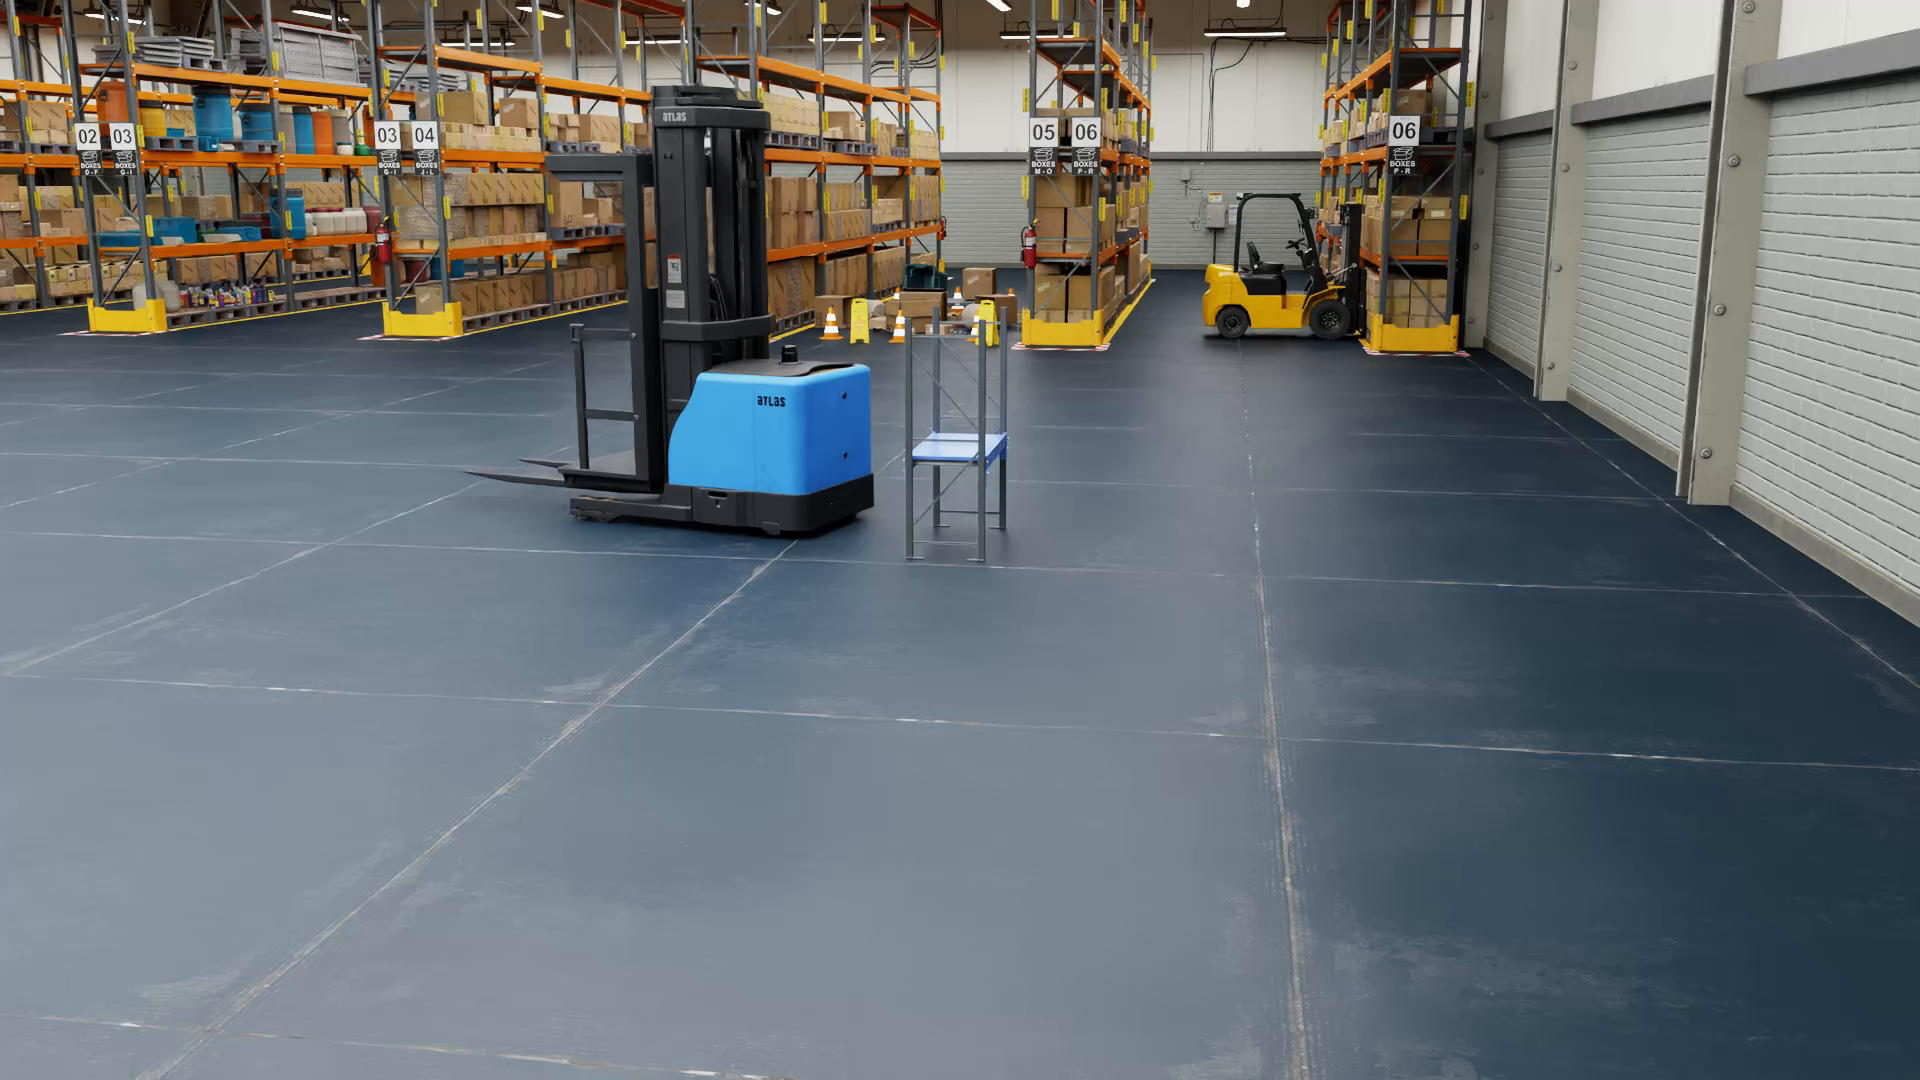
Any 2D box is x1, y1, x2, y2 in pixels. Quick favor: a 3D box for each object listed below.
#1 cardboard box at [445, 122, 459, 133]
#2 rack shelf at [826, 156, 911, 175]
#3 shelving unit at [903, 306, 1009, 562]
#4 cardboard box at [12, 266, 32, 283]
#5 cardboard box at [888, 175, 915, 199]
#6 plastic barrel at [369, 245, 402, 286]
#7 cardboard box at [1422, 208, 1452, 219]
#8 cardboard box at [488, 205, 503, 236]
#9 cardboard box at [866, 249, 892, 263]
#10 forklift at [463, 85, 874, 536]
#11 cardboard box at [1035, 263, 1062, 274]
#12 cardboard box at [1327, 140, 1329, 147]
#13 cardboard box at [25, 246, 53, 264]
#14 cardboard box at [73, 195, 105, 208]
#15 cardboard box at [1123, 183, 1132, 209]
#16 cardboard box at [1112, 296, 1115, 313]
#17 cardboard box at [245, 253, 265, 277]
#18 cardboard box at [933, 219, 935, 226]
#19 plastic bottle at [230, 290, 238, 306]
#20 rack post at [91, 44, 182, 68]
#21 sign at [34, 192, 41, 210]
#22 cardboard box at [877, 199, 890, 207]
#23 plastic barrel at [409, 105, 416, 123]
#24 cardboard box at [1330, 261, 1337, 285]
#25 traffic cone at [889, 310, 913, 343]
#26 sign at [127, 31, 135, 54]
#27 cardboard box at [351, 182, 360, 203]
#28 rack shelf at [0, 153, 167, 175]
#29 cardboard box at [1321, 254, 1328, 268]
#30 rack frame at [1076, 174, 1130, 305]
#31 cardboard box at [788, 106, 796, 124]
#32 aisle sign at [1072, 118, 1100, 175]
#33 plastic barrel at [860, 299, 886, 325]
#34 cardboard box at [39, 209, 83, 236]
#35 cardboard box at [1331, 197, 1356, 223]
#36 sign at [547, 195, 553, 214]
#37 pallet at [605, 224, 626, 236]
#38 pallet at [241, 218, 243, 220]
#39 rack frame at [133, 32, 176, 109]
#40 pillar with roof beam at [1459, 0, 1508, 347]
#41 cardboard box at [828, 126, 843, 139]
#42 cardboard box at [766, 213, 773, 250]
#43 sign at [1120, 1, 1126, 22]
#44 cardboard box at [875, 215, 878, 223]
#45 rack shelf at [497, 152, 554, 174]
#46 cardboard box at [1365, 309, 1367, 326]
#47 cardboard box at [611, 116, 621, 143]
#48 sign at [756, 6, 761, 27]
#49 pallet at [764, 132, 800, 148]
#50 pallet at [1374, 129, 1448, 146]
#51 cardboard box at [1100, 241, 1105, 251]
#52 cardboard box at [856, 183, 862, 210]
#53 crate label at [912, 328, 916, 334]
[{"bbox_3d":[-7.904,-6.317,25.474,0.380,0.149,0.250,2,12,10],"label":"cardboard box"},{"bbox_3d":[-1.887,-7.643,33.925,1.077,0.370,4.000,2,12,9],"label":"rack shelf"},{"bbox_3d":[-0.013,-0.715,10.753,0.538,1.500,1.048,2,12,9],"label":"shelving unit"},{"bbox_3d":[-17.704,-5.012,31.327,0.500,0.311,0.500,2,12,9],"label":"cardboard box"},{"bbox_3d":[-1.269,-7.714,36.349,0.500,0.500,0.500,2,12,10],"label":"cardboard box"},{"bbox_3d":[-11.915,-5.701,34.481,0.600,0.830,0.708,2,12,9],"label":"plastic barrel"},{"bbox_3d":[6.696,-4.575,23.327,0.380,0.149,0.250,2,12,7],"label":"cardboard box"},{"bbox_3d":[-8.032,-5.251,27.293,0.875,0.500,0.500,2,12,9],"label":"cardboard box"},{"bbox_3d":[-1.682,-5.806,33.969,0.500,0.250,0.500,2,12,9],"label":"cardboard box"},{"bbox_3d":[-2.167,-1.649,11.687,3.031,2.935,1.130,6,13,25],"label":"forklift"},{"bbox_3d":[1.338,-4.106,25.135,0.380,0.149,0.250,2,12,10],"label":"cardboard box"},{"bbox_3d":[8.304,-8.612,36.363,0.500,0.250,0.500,2,12,8],"label":"cardboard box"},{"bbox_3d":[-21.253,-6.438,37.850,0.750,0.750,0.750,2,12,10],"label":"cardboard box"},{"bbox_3d":[-21.048,-7.867,39.665,0.980,0.700,0.700,2,12,10],"label":"cardboard box"},{"bbox_3d":[3.030,-6.605,31.911,0.500,0.500,0.500,1,12,7],"label":"cardboard box"},{"bbox_3d":[2.272,-3.869,27.357,0.500,0.250,0.500,2,12,11],"label":"cardboard box"},{"bbox_3d":[-16.129,-6.227,37.654,0.500,0.500,0.500,2,12,9],"label":"cardboard box"},{"bbox_3d":[-0.810,-7.527,39.395,0.380,0.149,0.250,2,12,9],"label":"cardboard box"},{"bbox_3d":[-12.518,-4.172,28.663,0.097,0.271,0.097,0,12,0],"label":"plastic bottle"},{"bbox_3d":[-12.962,-7.630,26.226,0.937,0.300,0.954,3,13,15],"label":"rack post"},{"bbox_3d":[-16.934,-6.227,30.525,0.100,0.325,0.005,2,12,9],"label":"sign"},{"bbox_3d":[-1.649,-6.957,34.341,0.380,0.149,0.250,1,12,6],"label":"cardboard box"},{"bbox_3d":[-11.470,-8.843,35.601,0.600,0.901,0.708,2,12,9],"label":"plastic barrel"},{"bbox_3d":[7.936,-5.535,34.494,0.500,0.500,0.500,2,12,11],"label":"cardboard box"},{"bbox_3d":[-0.875,-3.164,24.575,0.336,0.463,0.334,2,12,9],"label":"traffic cone"},{"bbox_3d":[-12.661,-7.601,25.397,0.100,0.325,0.005,2,12,9],"label":"sign"},{"bbox_3d":[-15.434,-8.717,41.710,0.500,0.500,0.500,2,12,8],"label":"cardboard box"},{"bbox_3d":[-17.175,-7.314,32.398,1.077,0.370,4.000,2,12,9],"label":"rack shelf"},{"bbox_3d":[8.491,-6.160,37.394,0.700,0.500,0.500,2,12,11],"label":"cardboard box"},{"bbox_3d":[2.713,-5.973,31.587,1.000,3.000,0.127,2,12,9],"label":"rack frame"},{"bbox_3d":[-2.865,-6.646,26.010,0.500,0.250,0.500,2,12,8],"label":"cardboard box"},{"bbox_3d":[1.779,-5.555,23.479,0.394,0.787,0.004,2,12,9],"label":"aisle sign"},{"bbox_3d":[-1.468,-3.734,27.315,0.421,0.421,0.512,-10,16,-40],"label":"plastic barrel"},{"bbox_3d":[-17.267,-6.101,31.944,0.500,0.500,0.500,3,12,13],"label":"cardboard box"},{"bbox_3d":[7.737,-6.535,32.961,0.700,0.500,0.500,2,12,8],"label":"cardboard box"},{"bbox_3d":[-7.157,-5.868,29.048,0.100,0.325,0.005,2,12,9],"label":"sign"},{"bbox_3d":[-7.084,-6.048,32.393,1.213,0.211,1.003,2,12,9],"label":"pallet"},{"bbox_3d":[-16.483,-7.191,37.698,1.003,0.211,1.213,2,12,9],"label":"pallet"},{"bbox_3d":[-20.532,-11.373,42.406,1.000,3.000,0.127,2,12,9],"label":"rack frame"},{"bbox_3d":[3.131,-7.335,23.669,9.100,9.000,0.400,2,12,9],"label":"pillar with roof beam"},{"bbox_3d":[-2.312,-7.317,29.789,0.396,0.266,0.258,2,12,9],"label":"cardboard box"},{"bbox_3d":[-3.349,-4.714,25.390,0.875,0.550,0.550,2,12,9],"label":"cardboard box"},{"bbox_3d":[2.631,-8.546,26.885,0.100,0.325,0.005,2,12,9],"label":"sign"},{"bbox_3d":[-1.843,-6.393,33.137,0.380,0.149,0.250,3,12,11],"label":"cardboard box"},{"bbox_3d":[-7.387,-6.992,30.905,1.077,0.370,4.000,2,12,9],"label":"rack shelf"},{"bbox_3d":[6.319,-3.323,24.824,0.500,0.250,0.500,2,12,9],"label":"cardboard box"},{"bbox_3d":[-6.906,-7.946,32.199,0.500,0.500,0.500,2,12,10],"label":"cardboard box"},{"bbox_3d":[-3.347,-8.722,27.701,0.100,0.325,0.005,2,12,9],"label":"sign"},{"bbox_3d":[-3.135,-6.279,26.099,1.003,0.211,1.213,2,12,9],"label":"pallet"},{"bbox_3d":[6.707,-5.971,24.671,1.003,0.211,1.213,2,12,9],"label":"pallet"},{"bbox_3d":[1.969,-4.405,24.911,0.380,0.149,0.250,2,12,10],"label":"cardboard box"},{"bbox_3d":[-2.273,-6.556,31.685,0.700,0.500,0.500,2,12,8],"label":"cardboard box"},{"bbox_3d":[-0.816,-3.170,25.378,0.250,0.136,0.298,-5,13,-21],"label":"crate label"}]
